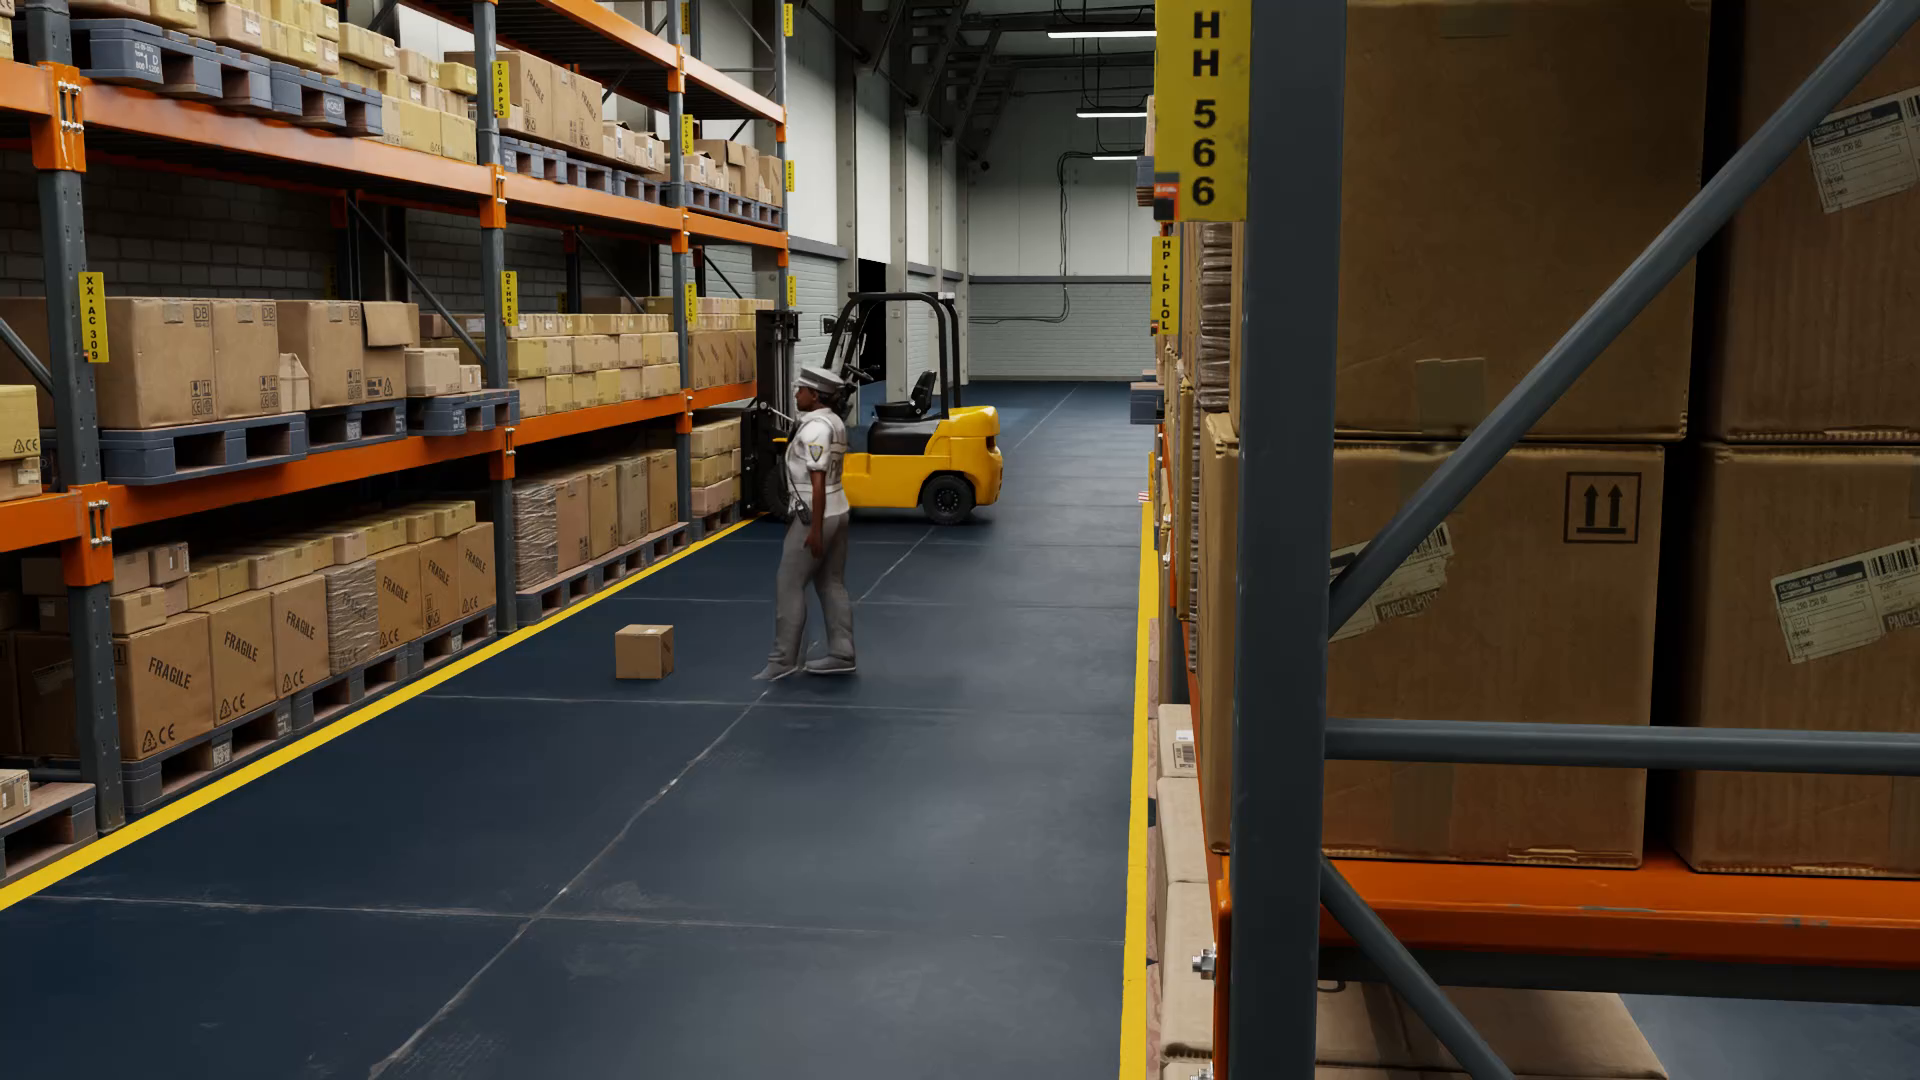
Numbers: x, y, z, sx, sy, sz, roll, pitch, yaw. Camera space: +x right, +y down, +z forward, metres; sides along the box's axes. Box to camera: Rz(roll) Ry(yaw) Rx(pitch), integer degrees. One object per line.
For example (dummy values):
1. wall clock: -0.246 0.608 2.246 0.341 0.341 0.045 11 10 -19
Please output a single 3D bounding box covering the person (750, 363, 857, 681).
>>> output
1. person: -0.848 -0.078 8.917 0.560 1.741 0.462 2 8 11
